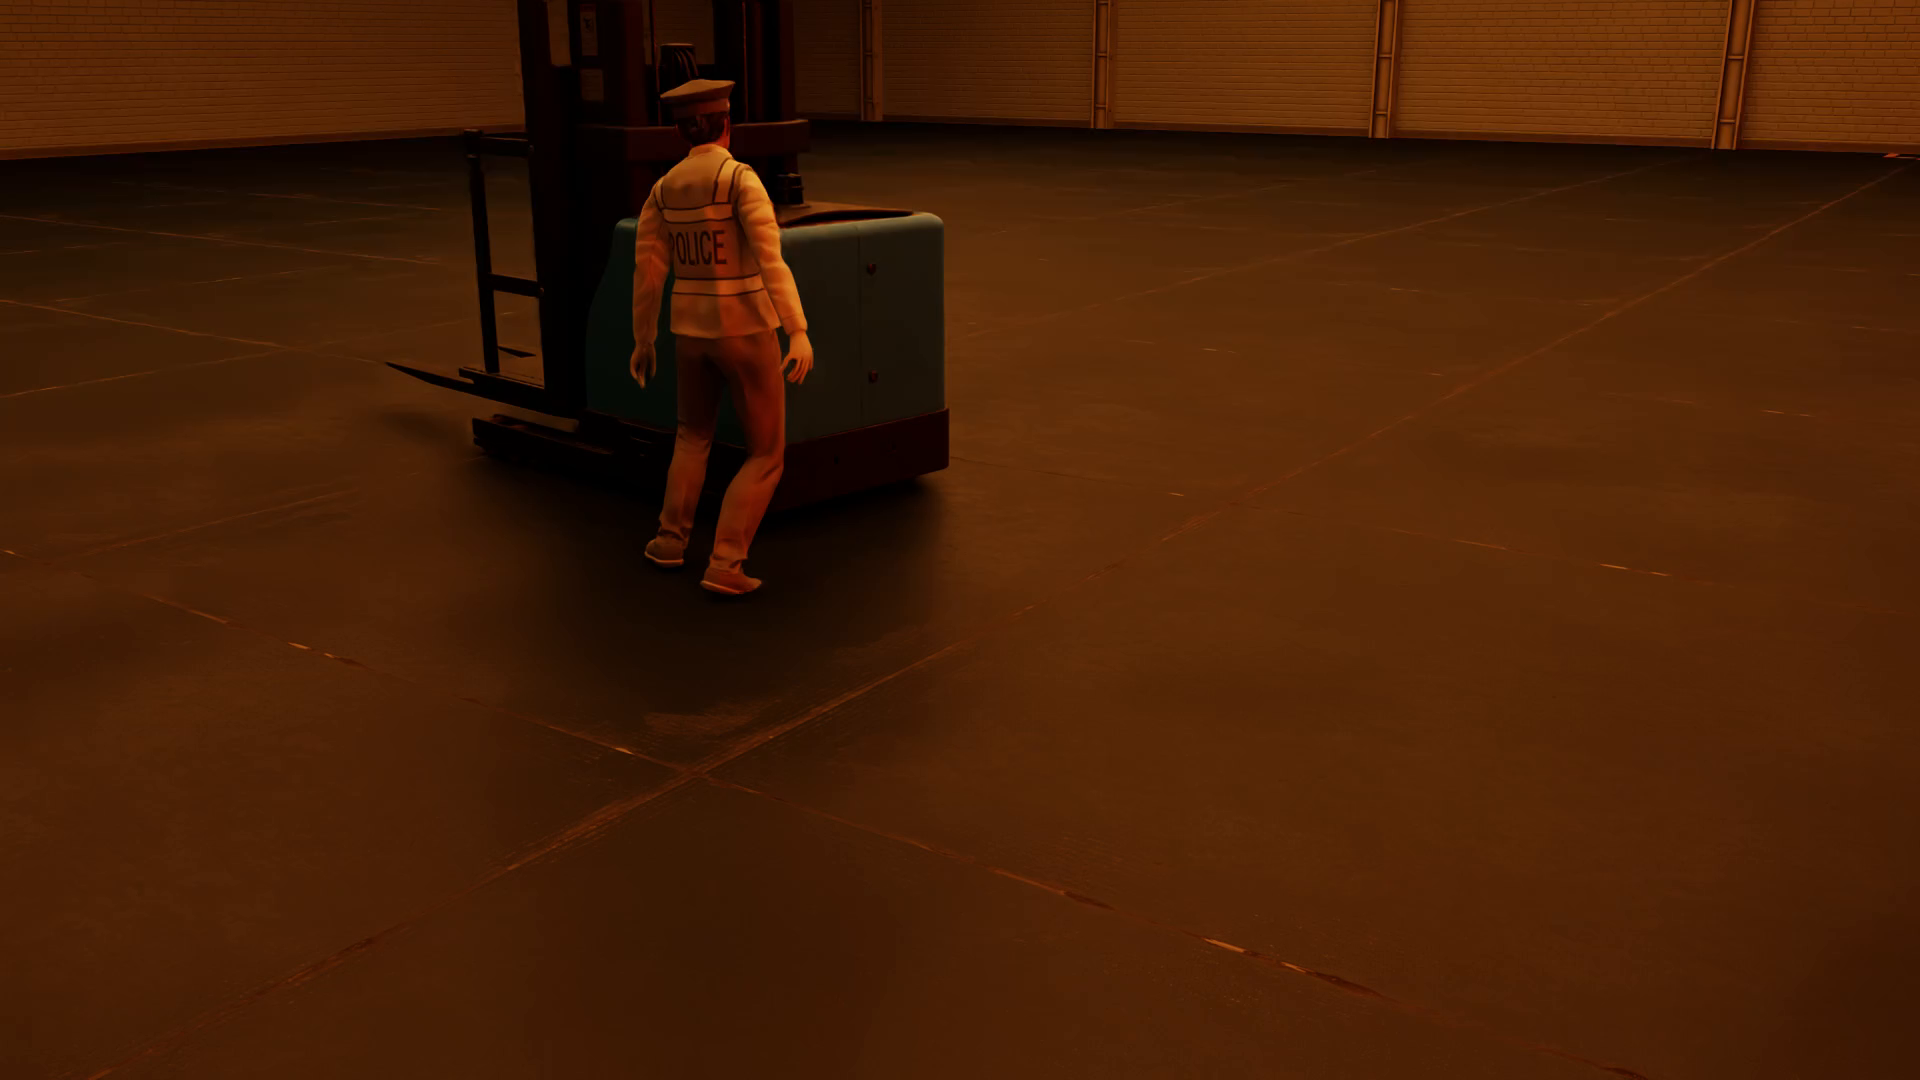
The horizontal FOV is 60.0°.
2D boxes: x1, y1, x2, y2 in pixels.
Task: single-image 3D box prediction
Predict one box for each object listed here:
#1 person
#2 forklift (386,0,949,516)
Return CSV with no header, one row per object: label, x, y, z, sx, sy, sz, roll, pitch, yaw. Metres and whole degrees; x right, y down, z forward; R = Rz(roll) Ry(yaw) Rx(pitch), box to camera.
person,-0.786,-0.622,5.327,0.814,1.644,0.454,12,20,34
forklift,-1.460,-1.827,6.941,3.031,2.935,1.130,15,22,41
